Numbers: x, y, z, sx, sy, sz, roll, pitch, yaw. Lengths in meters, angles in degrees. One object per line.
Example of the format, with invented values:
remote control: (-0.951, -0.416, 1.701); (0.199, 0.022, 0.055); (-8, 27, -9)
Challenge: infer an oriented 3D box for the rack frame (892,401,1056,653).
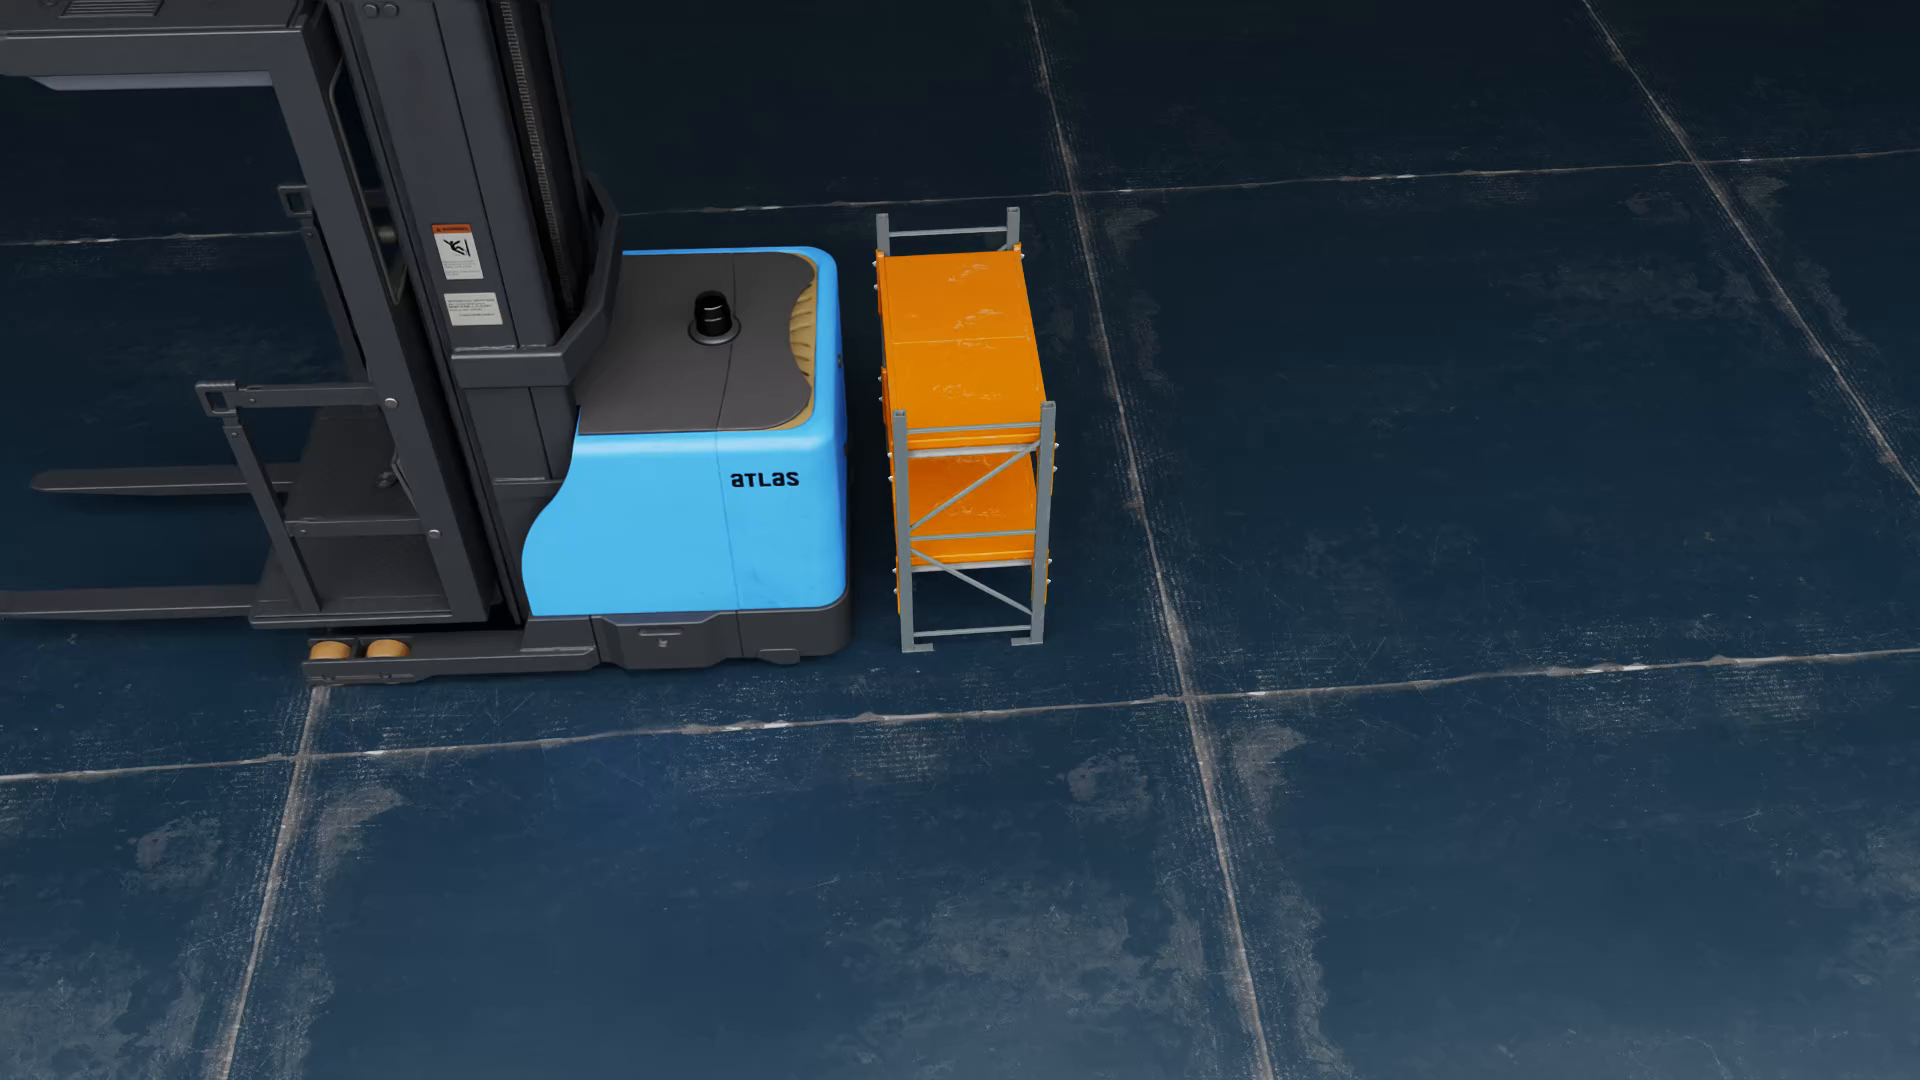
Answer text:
rack frame: (0.043, -0.014, 5.489); (0.500, 1.125, 0.032); (-3, 47, -3)

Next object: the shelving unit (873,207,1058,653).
shelving unit: (0.001, -0.382, 5.837); (0.538, 1.125, 1.048); (-3, 47, -3)

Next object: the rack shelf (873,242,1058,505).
rack shelf: (0.001, -0.583, 5.624); (0.538, 0.278, 1.000); (-3, 47, -3)

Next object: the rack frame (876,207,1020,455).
rack frame: (-0.042, -0.750, 6.185); (0.500, 1.125, 0.032); (-3, 47, -3)

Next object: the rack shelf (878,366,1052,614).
rack shelf: (0.001, -0.214, 6.014); (0.538, 0.278, 1.000); (-3, 47, -3)

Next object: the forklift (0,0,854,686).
forklift: (-1.908, -0.896, 5.080); (3.031, 2.935, 1.130); (-2, 47, -2)
